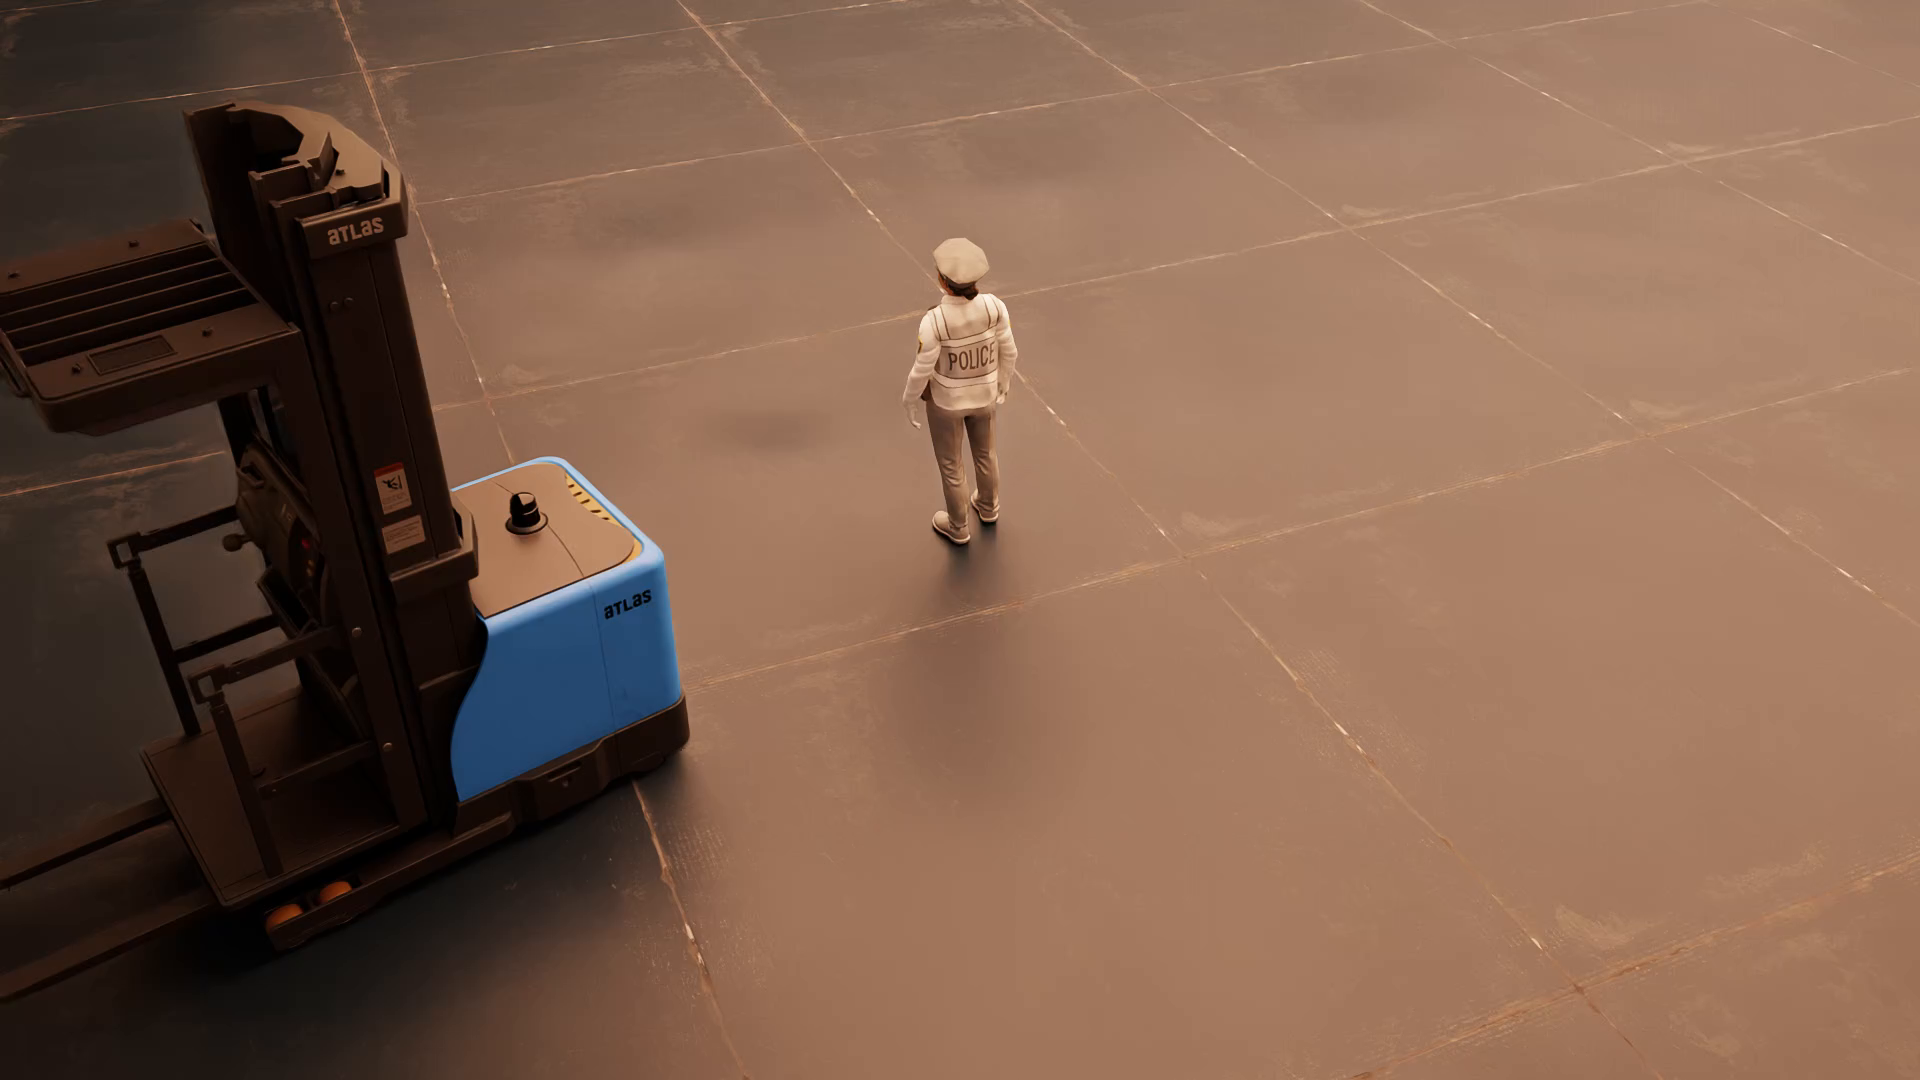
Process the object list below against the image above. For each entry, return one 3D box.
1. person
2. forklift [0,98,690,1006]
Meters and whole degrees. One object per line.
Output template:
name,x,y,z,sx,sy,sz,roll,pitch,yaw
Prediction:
person,-0.021,-0.734,8.186,0.588,1.695,0.531,-14,38,-19
forklift,-2.663,0.030,6.056,3.031,2.935,1.130,-24,42,-30
